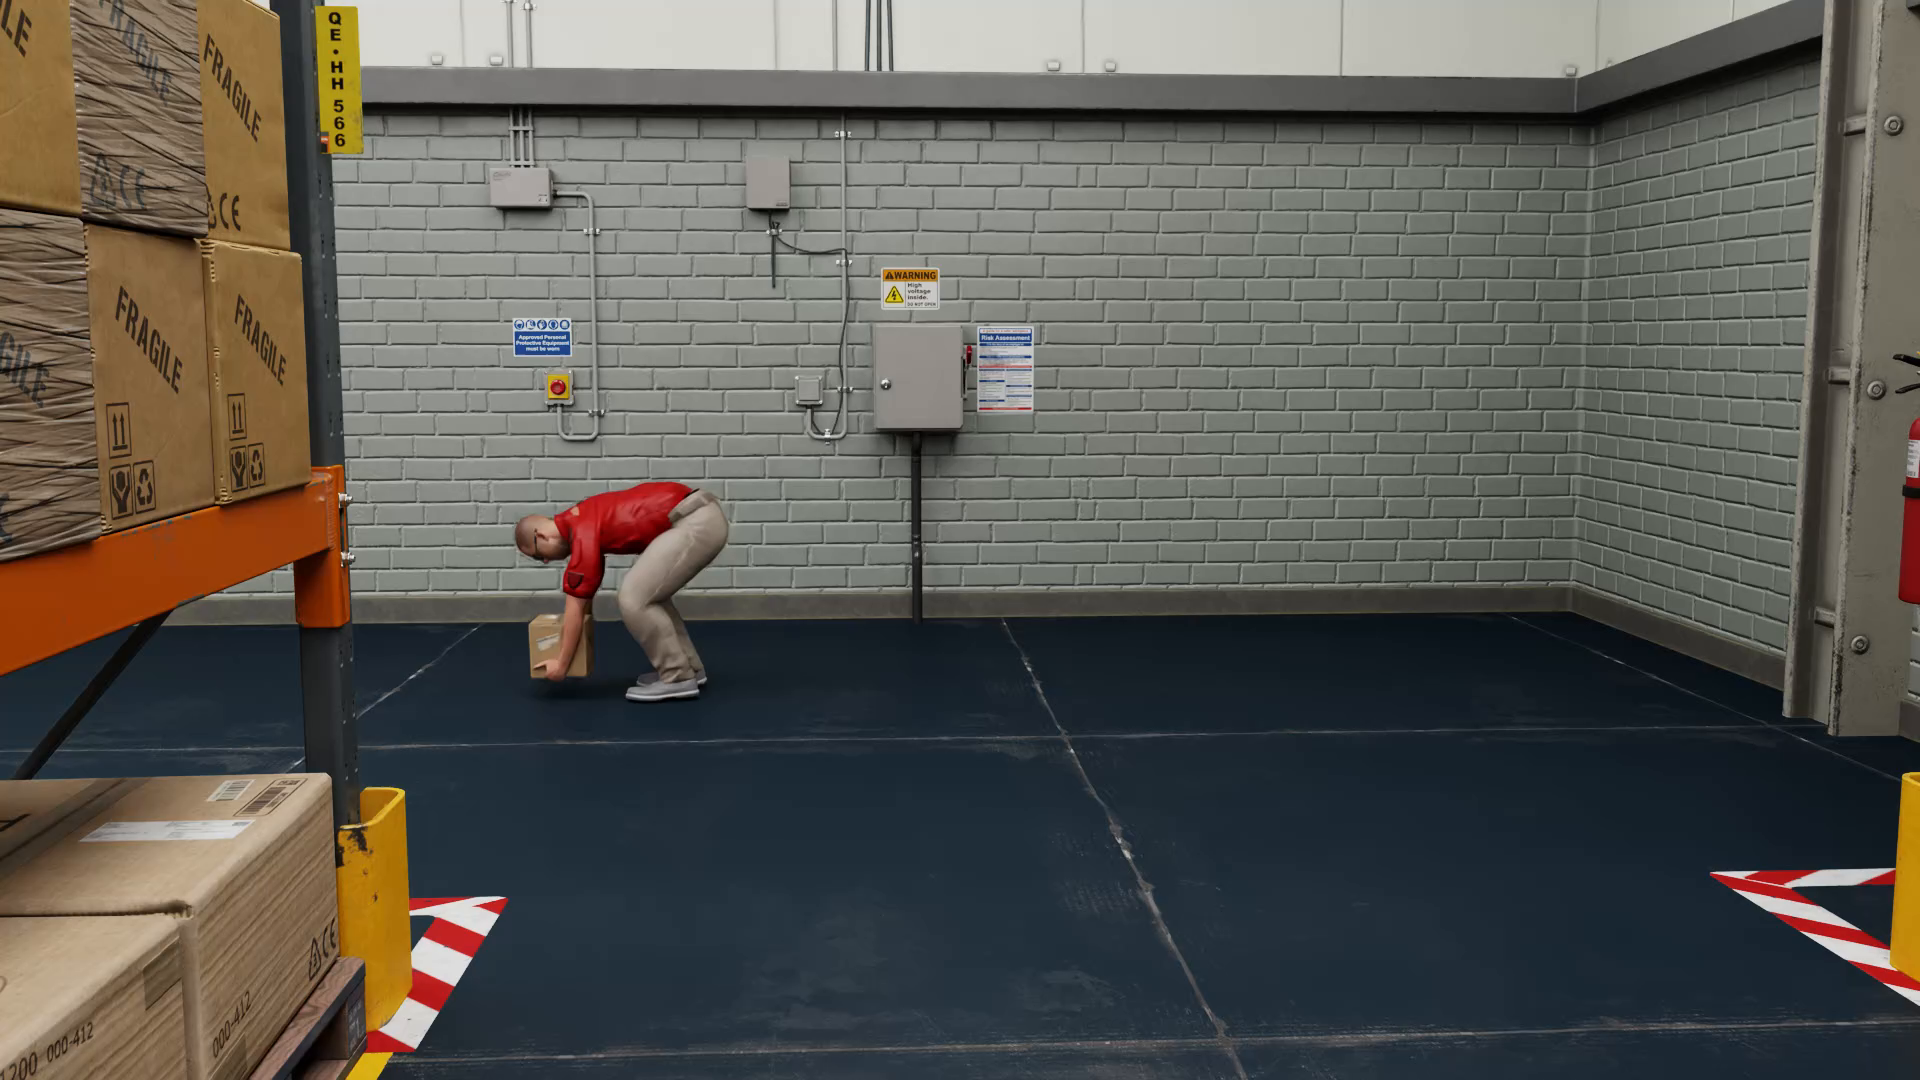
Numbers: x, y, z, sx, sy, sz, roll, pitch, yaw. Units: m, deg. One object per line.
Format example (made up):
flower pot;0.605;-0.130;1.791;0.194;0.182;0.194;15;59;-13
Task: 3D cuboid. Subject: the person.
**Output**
person;-1.535;0.227;7.596;0.958;0.976;0.529;-1;7;-7
